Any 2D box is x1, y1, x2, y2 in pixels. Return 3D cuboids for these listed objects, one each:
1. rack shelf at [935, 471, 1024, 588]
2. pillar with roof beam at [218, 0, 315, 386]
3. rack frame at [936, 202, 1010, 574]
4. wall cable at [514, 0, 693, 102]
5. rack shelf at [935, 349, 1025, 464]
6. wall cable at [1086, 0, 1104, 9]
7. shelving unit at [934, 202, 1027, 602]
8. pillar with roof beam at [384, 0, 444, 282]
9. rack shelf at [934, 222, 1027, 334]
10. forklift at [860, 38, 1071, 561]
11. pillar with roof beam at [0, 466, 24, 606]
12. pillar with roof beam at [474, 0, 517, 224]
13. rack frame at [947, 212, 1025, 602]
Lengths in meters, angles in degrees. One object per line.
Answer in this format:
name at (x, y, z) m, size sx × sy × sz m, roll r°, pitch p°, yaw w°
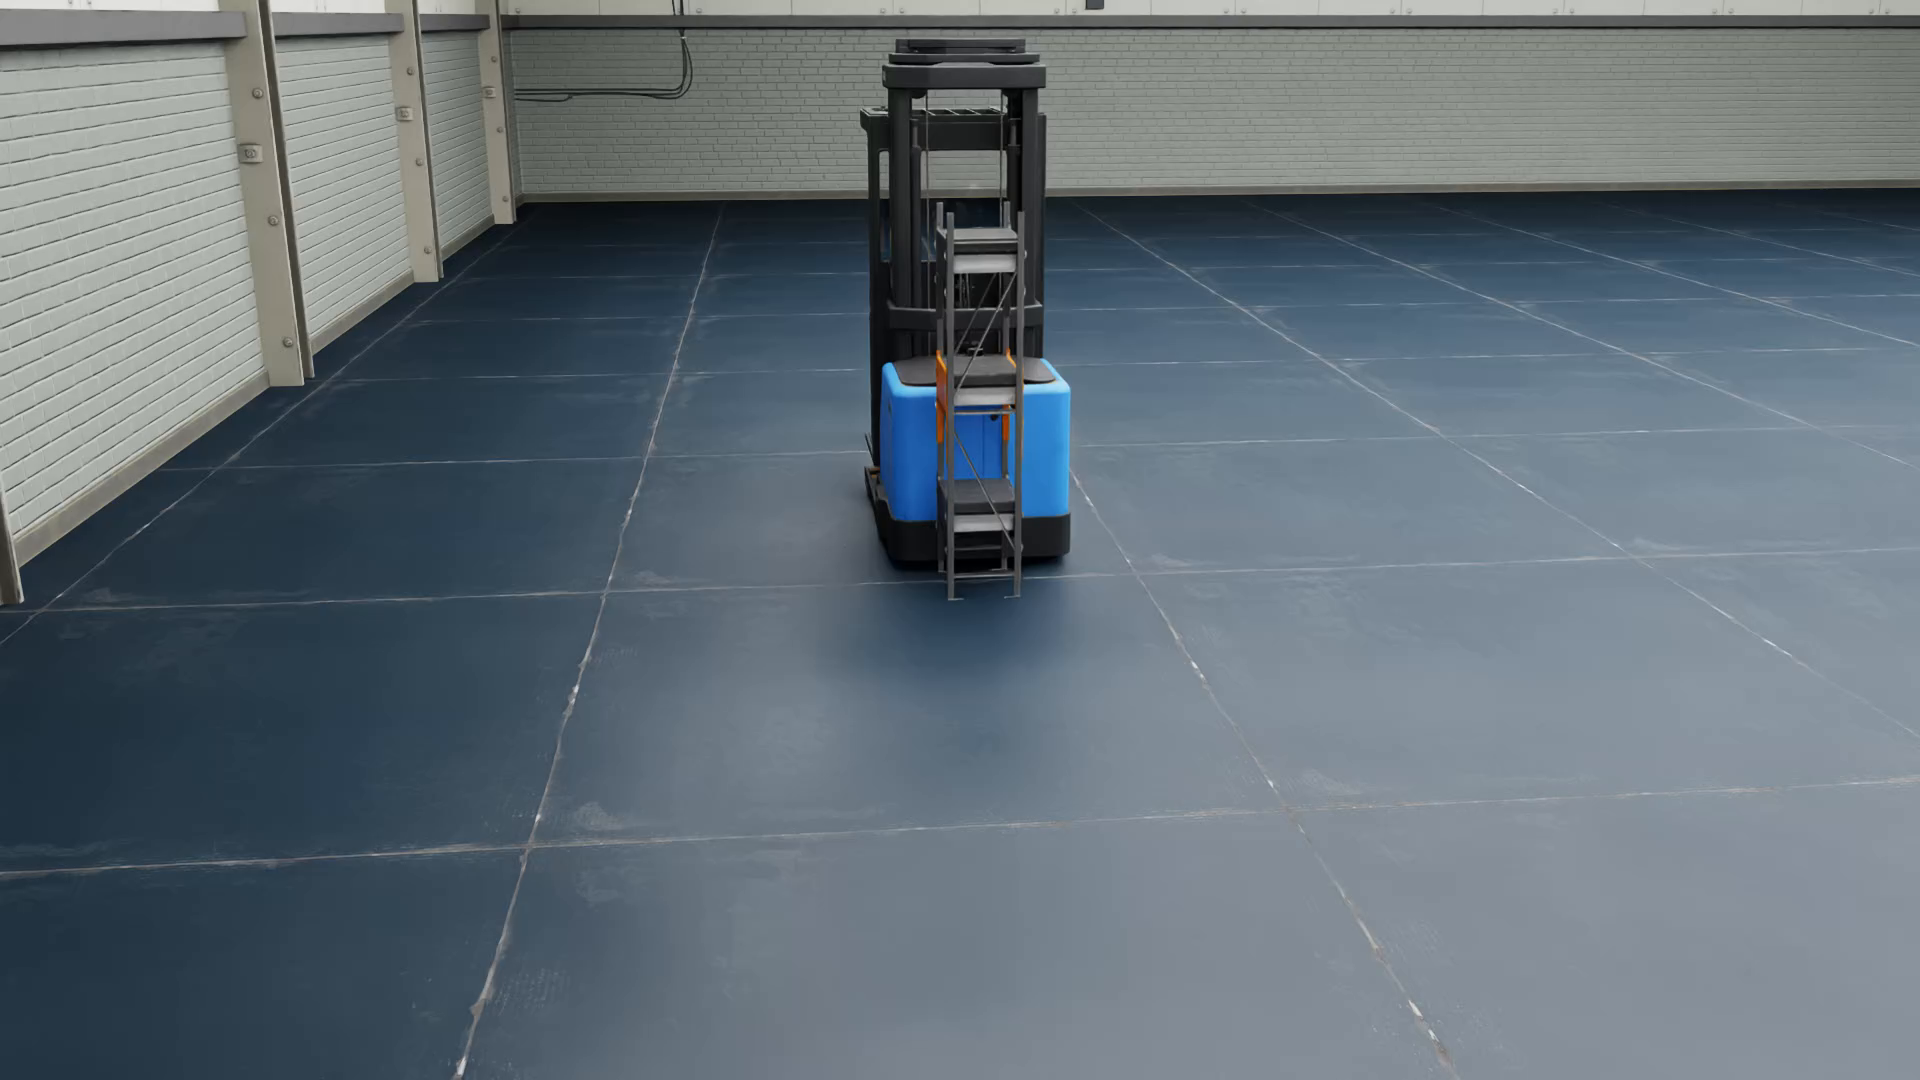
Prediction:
rack shelf at (0.103, -0.065, 9.261) m, size 0.431 × 0.518 × 0.480 m, roll -2°, pitch 18°, yaw -7°
pillar with roof beam at (-1.603, -5.821, 13.696) m, size 9.100 × 9.000 × 0.400 m, roll -2°, pitch 18°, yaw -6°
rack frame at (0.073, -0.818, 9.278) m, size 0.400 × 2.100 × 0.015 m, roll -2°, pitch 18°, yaw -7°
wall cable at (-6.112, -8.701, 28.051) m, size 3.097 × 2.526 × 0.112 m, roll -2°, pitch 18°, yaw -6°
rack shelf at (0.103, -0.733, 9.051) m, size 0.431 × 0.518 × 0.480 m, roll -2°, pitch 18°, yaw -7°
wall cable at (3.333, -12.093, 27.996) m, size 2.305 × 6.003 × 0.169 m, roll -2°, pitch 18°, yaw -6°
shelving unit at (0.103, -0.746, 9.047) m, size 0.431 × 2.100 × 0.503 m, roll -2°, pitch 18°, yaw -7°
pillar with roof beam at (-2.222, -7.609, 19.390) m, size 9.100 × 9.000 × 0.400 m, roll -2°, pitch 18°, yaw -6°
rack shelf at (0.103, -1.401, 8.842) m, size 0.431 × 0.518 × 0.480 m, roll -2°, pitch 18°, yaw -7°
forklift at (-0.049, -1.672, 10.610) m, size 1.130 × 2.935 × 3.031 m, roll -2°, pitch 18°, yaw -7°
pillar with roof beam at (-0.984, -4.034, 8.002) m, size 9.100 × 9.000 × 0.400 m, roll -2°, pitch 18°, yaw -6°
pillar with roof beam at (-2.841, -9.396, 25.084) m, size 9.100 × 9.000 × 0.400 m, roll -2°, pitch 18°, yaw -6°
rack frame at (0.132, -0.673, 8.816) m, size 0.400 × 2.100 × 0.015 m, roll -2°, pitch 18°, yaw -7°
